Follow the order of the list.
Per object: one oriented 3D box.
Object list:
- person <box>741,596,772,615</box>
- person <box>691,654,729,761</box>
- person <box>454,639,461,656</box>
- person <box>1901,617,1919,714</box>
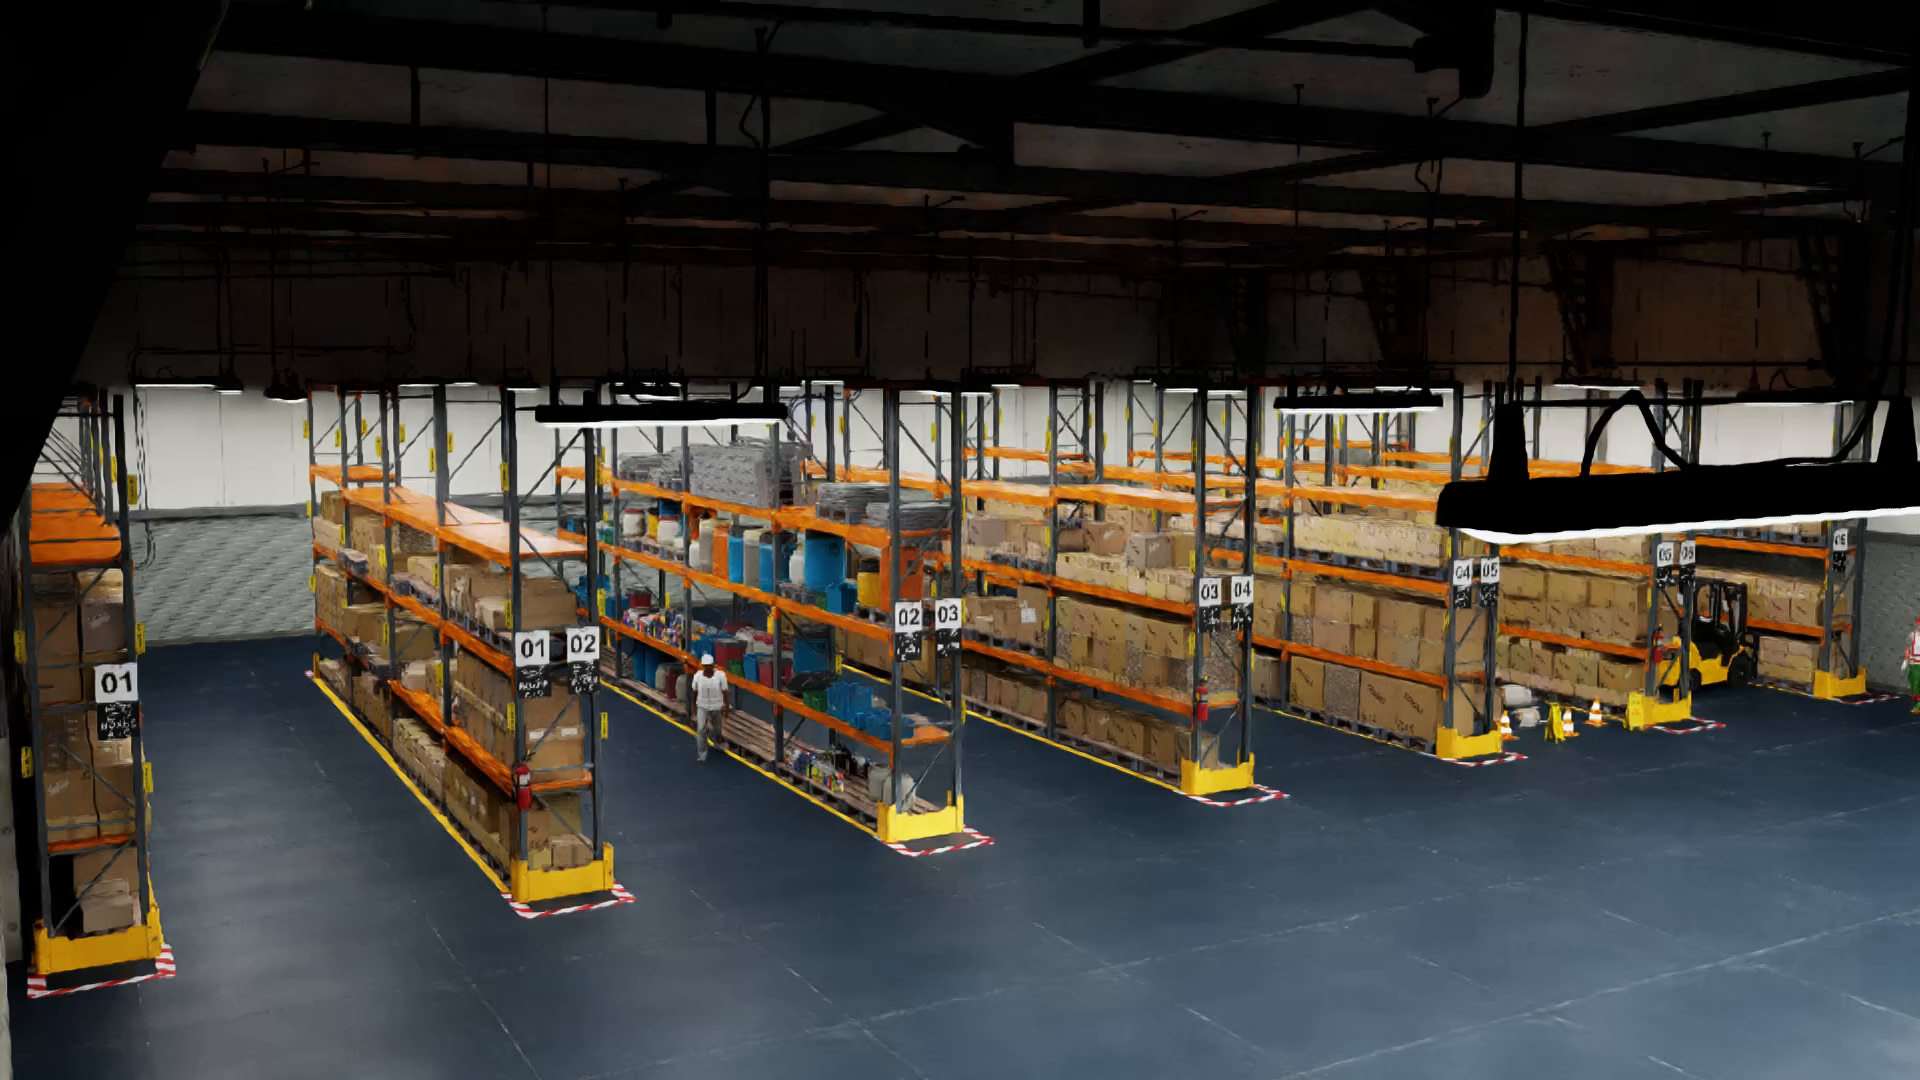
[{"bbox_3d":[-5.148,1.093,41.779,0.822,1.591,0.622,6,8,44],"label":"person"},{"bbox_3d":[-4.011,2.654,26.677,0.616,1.712,0.970,-1,6,-9],"label":"person"},{"bbox_3d":[-10.880,1.643,36.112,0.540,1.676,1.120,-4,7,-31],"label":"person"},{"bbox_3d":[17.435,2.253,30.141,0.642,1.781,0.542,4,7,32],"label":"person"}]
